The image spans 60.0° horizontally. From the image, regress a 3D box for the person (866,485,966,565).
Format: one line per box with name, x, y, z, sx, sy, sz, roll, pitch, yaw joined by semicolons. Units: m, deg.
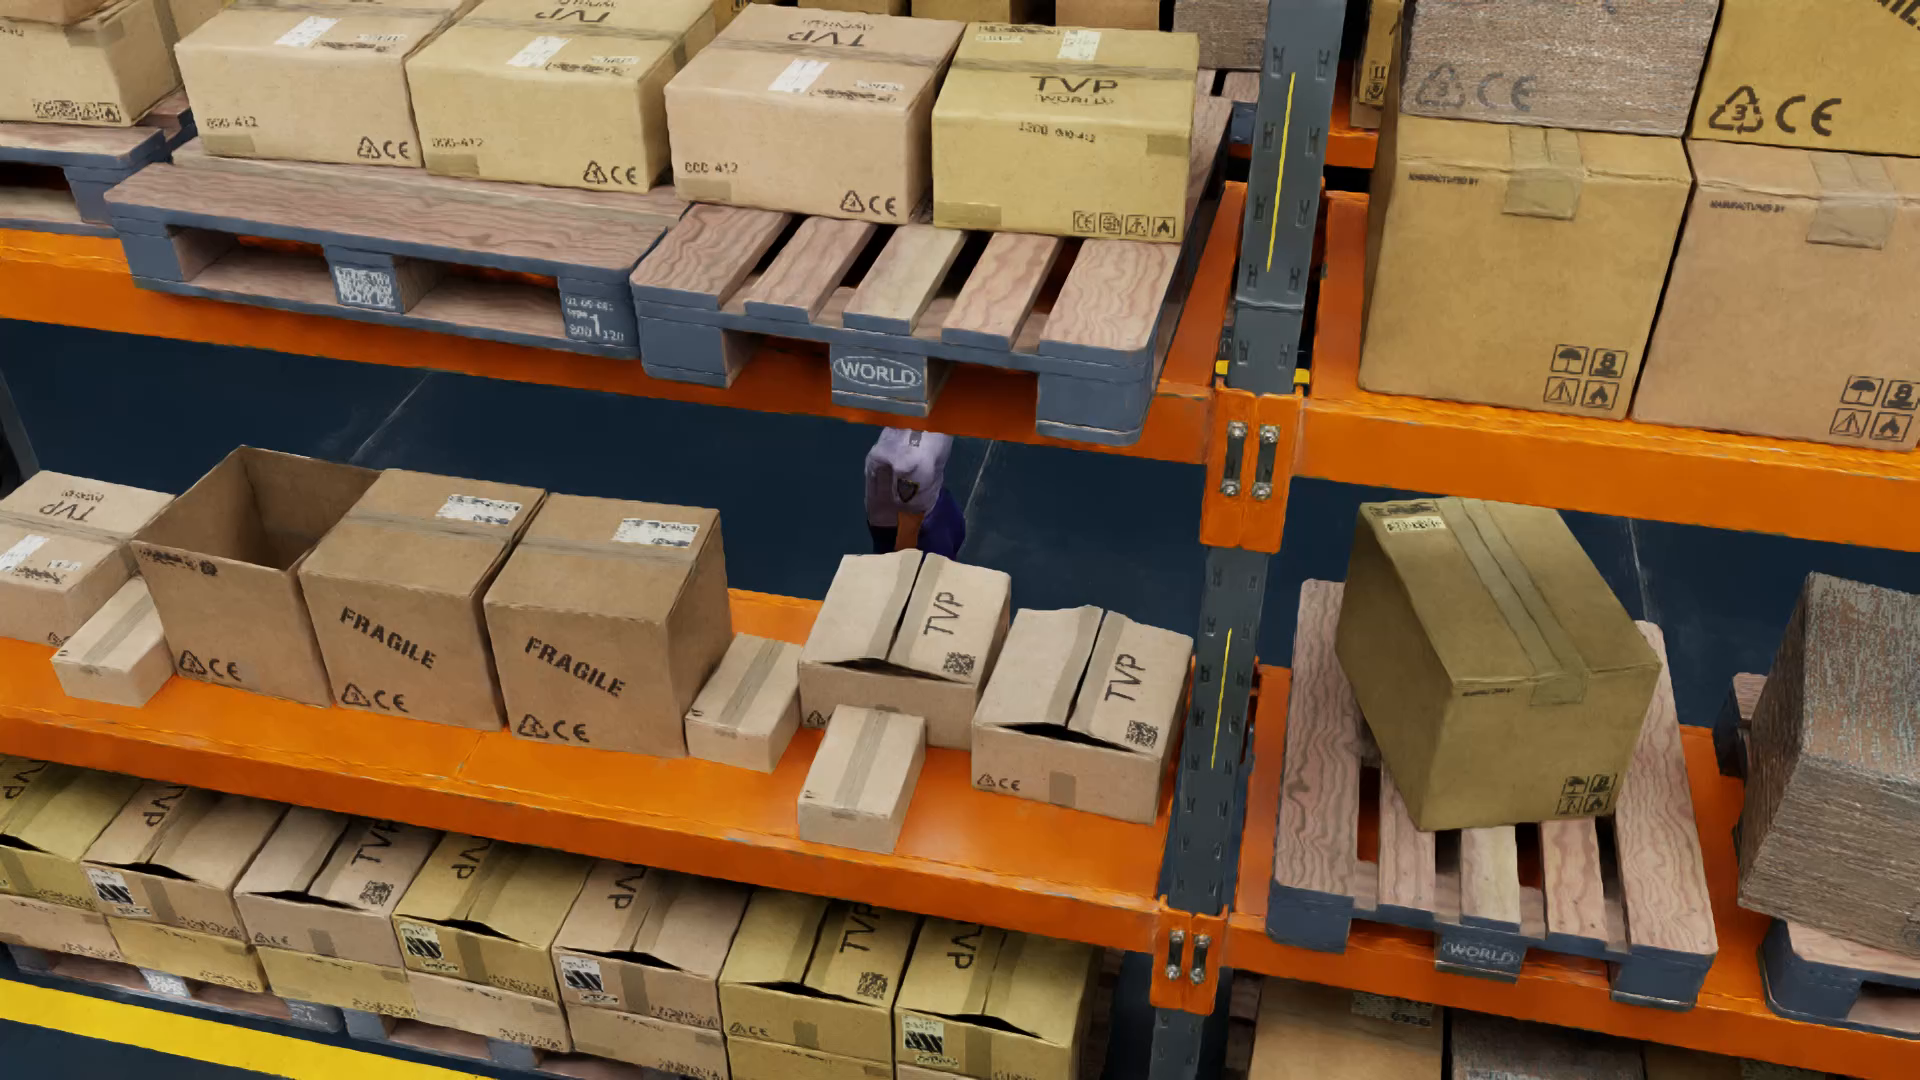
person;-0.170;0.271;6.345;0.342;1.023;0.447;8;38;10
